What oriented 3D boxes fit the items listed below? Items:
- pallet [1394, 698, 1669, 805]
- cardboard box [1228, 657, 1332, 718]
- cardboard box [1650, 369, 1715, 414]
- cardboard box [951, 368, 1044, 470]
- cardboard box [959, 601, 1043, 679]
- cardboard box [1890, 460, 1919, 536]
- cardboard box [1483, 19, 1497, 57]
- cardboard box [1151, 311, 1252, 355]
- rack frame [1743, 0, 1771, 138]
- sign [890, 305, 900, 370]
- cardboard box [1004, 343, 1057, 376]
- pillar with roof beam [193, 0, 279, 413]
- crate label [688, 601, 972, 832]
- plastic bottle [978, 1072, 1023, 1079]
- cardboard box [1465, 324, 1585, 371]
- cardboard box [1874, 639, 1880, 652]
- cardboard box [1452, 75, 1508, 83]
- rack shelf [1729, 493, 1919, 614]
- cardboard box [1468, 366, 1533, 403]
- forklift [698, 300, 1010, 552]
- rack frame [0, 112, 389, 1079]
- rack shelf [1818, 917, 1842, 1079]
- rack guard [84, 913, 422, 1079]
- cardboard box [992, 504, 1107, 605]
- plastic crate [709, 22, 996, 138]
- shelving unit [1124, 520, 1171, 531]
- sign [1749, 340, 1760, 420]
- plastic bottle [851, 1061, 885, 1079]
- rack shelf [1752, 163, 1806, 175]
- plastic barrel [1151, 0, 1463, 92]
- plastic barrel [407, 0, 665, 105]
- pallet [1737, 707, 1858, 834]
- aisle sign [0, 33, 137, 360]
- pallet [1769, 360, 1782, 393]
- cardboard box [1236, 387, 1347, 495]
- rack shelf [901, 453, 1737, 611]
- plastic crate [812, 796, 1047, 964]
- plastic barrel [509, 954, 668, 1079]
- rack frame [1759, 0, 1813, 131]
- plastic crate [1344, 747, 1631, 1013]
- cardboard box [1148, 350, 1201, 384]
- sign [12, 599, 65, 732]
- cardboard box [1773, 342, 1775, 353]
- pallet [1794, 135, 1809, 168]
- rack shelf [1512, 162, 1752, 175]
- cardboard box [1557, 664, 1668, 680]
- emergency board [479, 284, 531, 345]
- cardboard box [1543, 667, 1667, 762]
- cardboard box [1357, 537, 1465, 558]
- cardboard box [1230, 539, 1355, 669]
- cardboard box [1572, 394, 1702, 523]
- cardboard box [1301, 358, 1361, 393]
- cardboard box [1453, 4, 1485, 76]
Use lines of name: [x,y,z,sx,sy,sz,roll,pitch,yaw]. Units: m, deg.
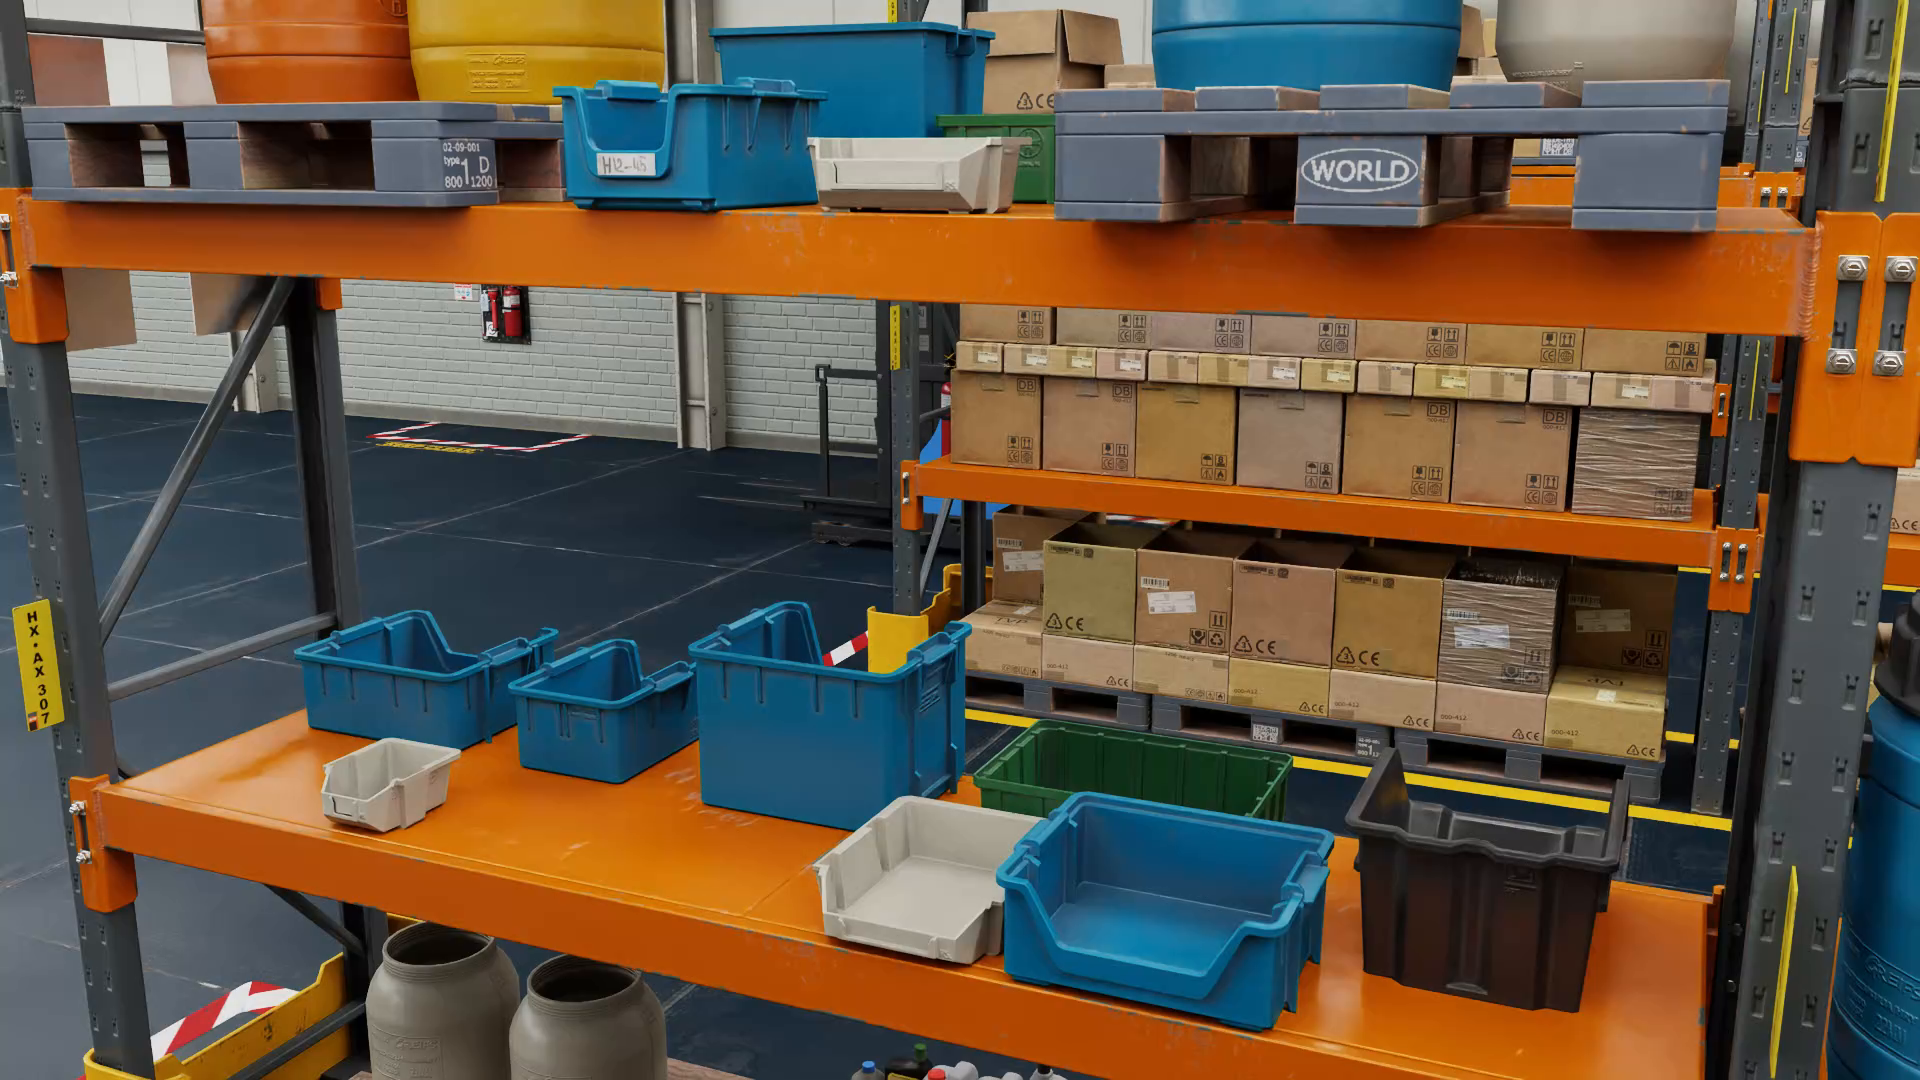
pallet: [2.844,0.950,8.243,1.213,0.211,1.003,6,14,23]
cardboard box: [1.668,0.674,8.414,0.500,0.250,0.500,6,14,23]
cardboard box: [3.219,-0.670,7.404,0.250,0.149,0.380,6,14,23]
cardboard box: [0.318,-0.698,8.944,0.500,0.500,0.700,6,14,23]
cardboard box: [0.297,0.535,9.007,0.500,0.250,0.500,6,14,23]
cardboard box: [4.022,-0.215,7.435,0.500,0.250,0.500,7,15,27]
cardboard box: [4.002,-3.450,11.873,0.500,0.500,0.500,5,14,21]
cardboard box: [1.311,-1.231,8.374,0.500,0.500,0.700,6,14,23]
rack frame: [5.557,-4.281,11.299,0.127,3.000,1.000,6,14,23]
sign: [-0.333,-1.040,8.551,0.005,0.325,0.100,6,14,23]
cardboard box: [0.411,-0.954,8.617,0.250,0.149,0.380,5,14,22]
pillar with roof beam: [-9.825,-4.978,14.270,0.400,9.000,9.100,6,14,23]
crate label: [-0.321,0.436,4.254,0.616,0.435,0.502,6,14,23]
plastic bottle: [0.090,1.571,4.491,0.135,0.276,0.152,5,14,22]
cardboard box: [2.683,-1.091,7.781,0.500,0.500,0.700,6,14,23]
cardboard box: [4.040,0.514,7.871,0.500,0.311,0.500,6,14,23]
cardboard box: [2.340,-1.990,7.428,0.250,0.149,0.380,6,14,23]
rack shelf: [5.383,0.210,6.867,4.000,0.370,1.077,6,14,23]
cardboard box: [2.512,-0.741,7.707,0.250,0.149,0.380,6,14,23]
forklift: [-0.575,-1.486,12.670,3.031,2.935,1.130,6,14,23]
rack frame: [-2.113,0.339,4.743,0.127,3.000,1.000,6,14,23]
rack shelf: [3.373,1.245,2.459,4.000,0.370,1.077,6,14,23]
rack guard: [-2.024,1.553,5.040,0.348,0.500,1.175,6,14,23]
cardboard box: [0.508,0.062,9.385,0.500,0.500,0.500,6,14,23]
plastic crate: [-0.247,-1.000,3.918,0.575,0.384,0.392,6,14,23]
shelving unit: [1.701,0.041,12.149,1.200,0.189,0.258,9,16,32]
sign: [3.331,-0.669,6.971,0.005,0.325,0.100,6,14,23]
plastic bottle: [-0.256,1.566,4.678,0.097,0.201,0.097,0,13,0]
rack shelf: [7.386,-2.285,10.935,4.000,0.370,1.077,6,14,23]
plastic barrel: [0.678,-1.314,3.206,0.708,0.901,0.600,6,14,23]
plastic barrel: [-1.019,-1.338,3.994,0.600,0.588,0.600,0,13,0]
pallet: [4.243,1.093,7.636,1.213,0.211,1.003,6,14,23]
aisle sign: [-2.297,-0.872,4.214,0.004,0.787,0.394,6,14,23]
pallet: [6.197,-1.165,11.575,1.213,0.211,1.003,6,14,23]
cardboard box: [1.735,-0.555,8.336,0.500,0.500,0.700,6,15,25]
rack shelf: [1.725,-0.160,8.444,4.000,0.370,1.077,6,14,23]
plastic crate: [-0.043,0.740,3.611,0.437,0.136,0.530,6,14,23]
plastic barrel: [-1.022,1.437,4.590,0.421,0.512,0.421,0,13,0]
rack frame: [3.554,-3.246,6.888,0.127,3.000,1.000,6,14,23]
plastic crate: [1.117,0.665,3.492,0.504,0.338,0.767,6,14,23]
cardboard box: [1.113,-0.883,8.313,0.250,0.149,0.380,5,14,21]
sign: [-2.340,0.319,4.223,0.005,0.325,0.100,6,14,23]
cardboard box: [6.009,-1.569,11.691,0.500,0.500,0.700,6,14,23]
pallet: [6.078,-2.649,11.325,1.003,0.211,1.213,6,14,23]
rack shelf: [3.728,-2.655,12.512,4.000,0.370,1.077,6,14,23]
cardboard box: [3.253,0.703,8.292,0.500,0.250,0.500,6,14,23]
emergency board: [-4.840,-2.638,17.430,0.643,1.169,0.194,6,14,23]
cardboard box: [3.042,0.812,7.828,0.500,0.250,0.500,6,14,23]
cardboard box: [2.342,0.243,8.610,0.500,0.500,0.500,6,14,23]
cardboard box: [1.667,0.310,8.328,0.500,0.500,0.500,6,14,23]
cardboard box: [3.146,-0.413,7.731,0.500,0.500,0.700,5,14,22]
cardboard box: [1.814,-0.812,8.008,0.250,0.149,0.380,6,15,25]
cardboard box: [2.099,-2.287,7.917,0.637,0.503,0.797,8,15,29]
